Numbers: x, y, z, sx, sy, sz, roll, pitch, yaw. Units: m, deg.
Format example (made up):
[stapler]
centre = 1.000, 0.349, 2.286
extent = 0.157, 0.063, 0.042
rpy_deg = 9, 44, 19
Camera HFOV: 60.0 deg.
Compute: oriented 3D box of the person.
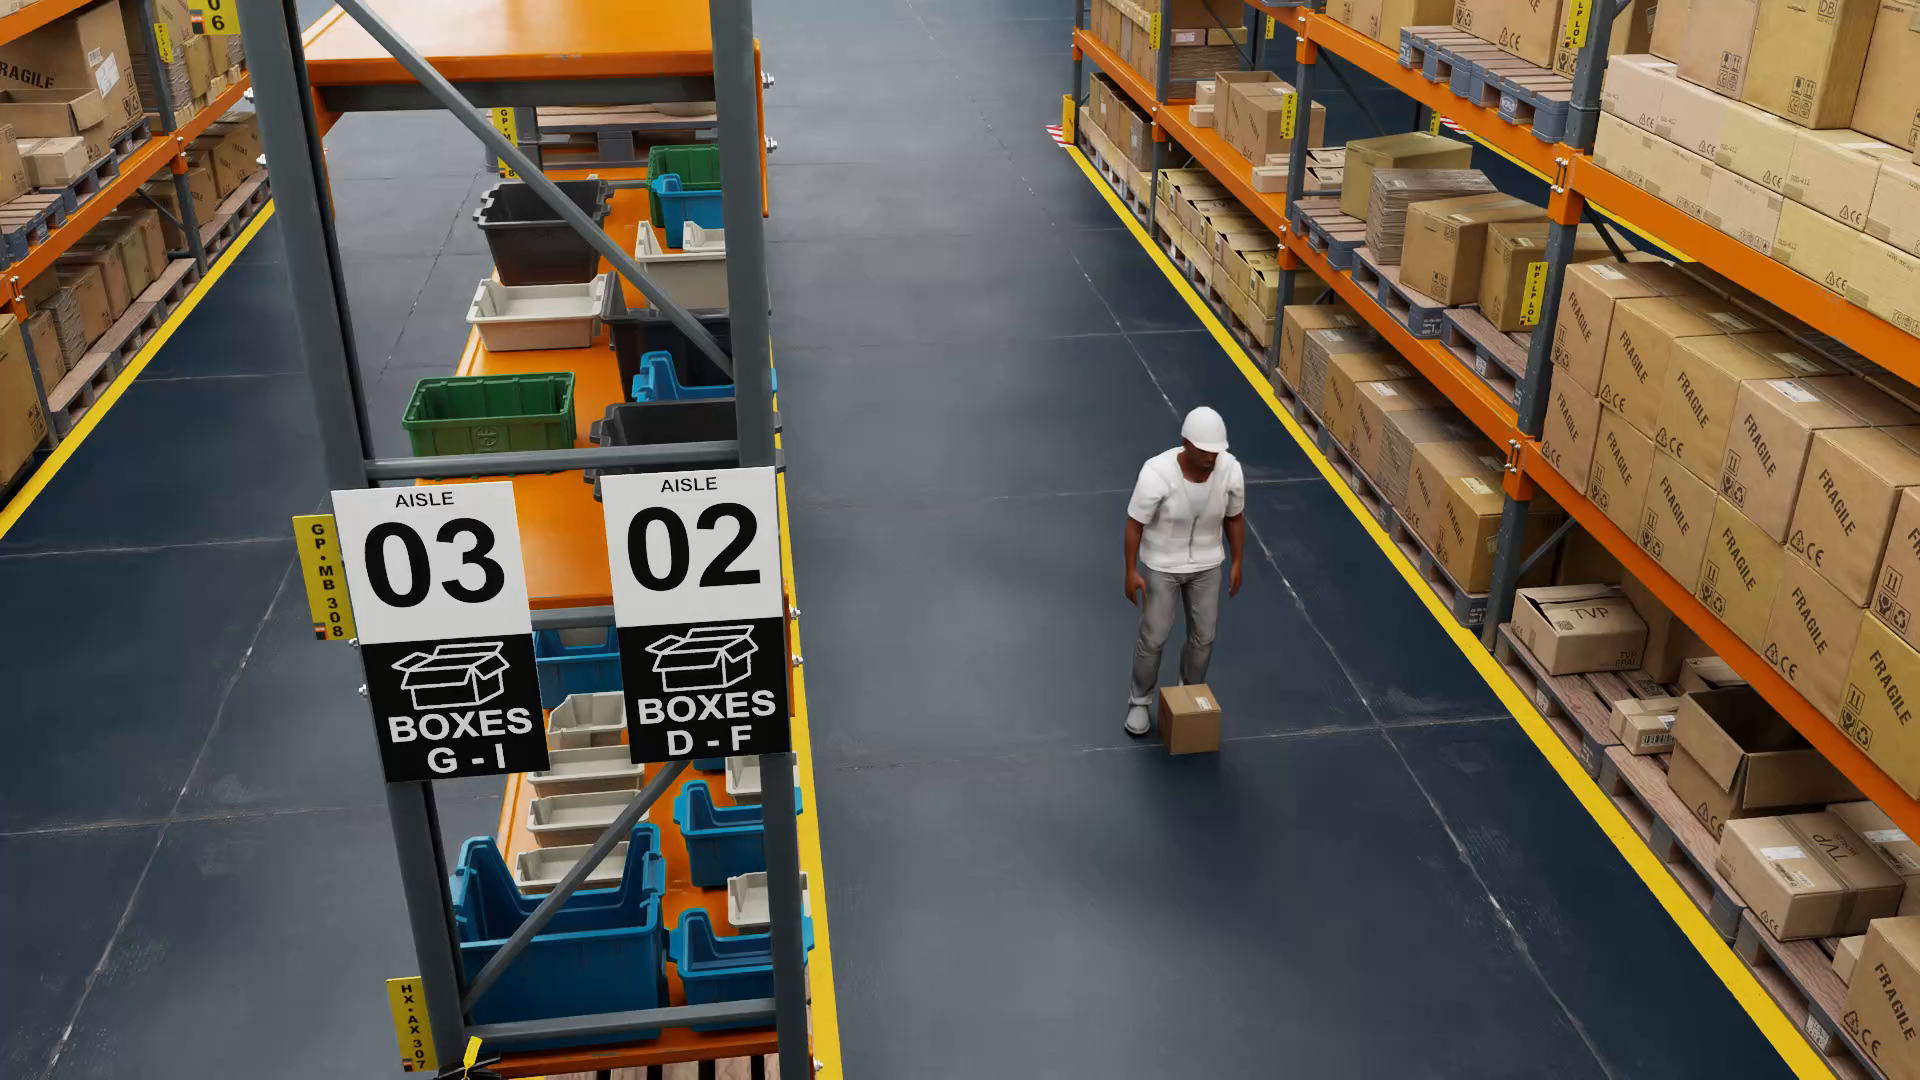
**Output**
[person]
centre = 1.125, 0.140, 8.324
extent = 0.629, 1.759, 0.460
rpy_deg = -5, 27, -10
